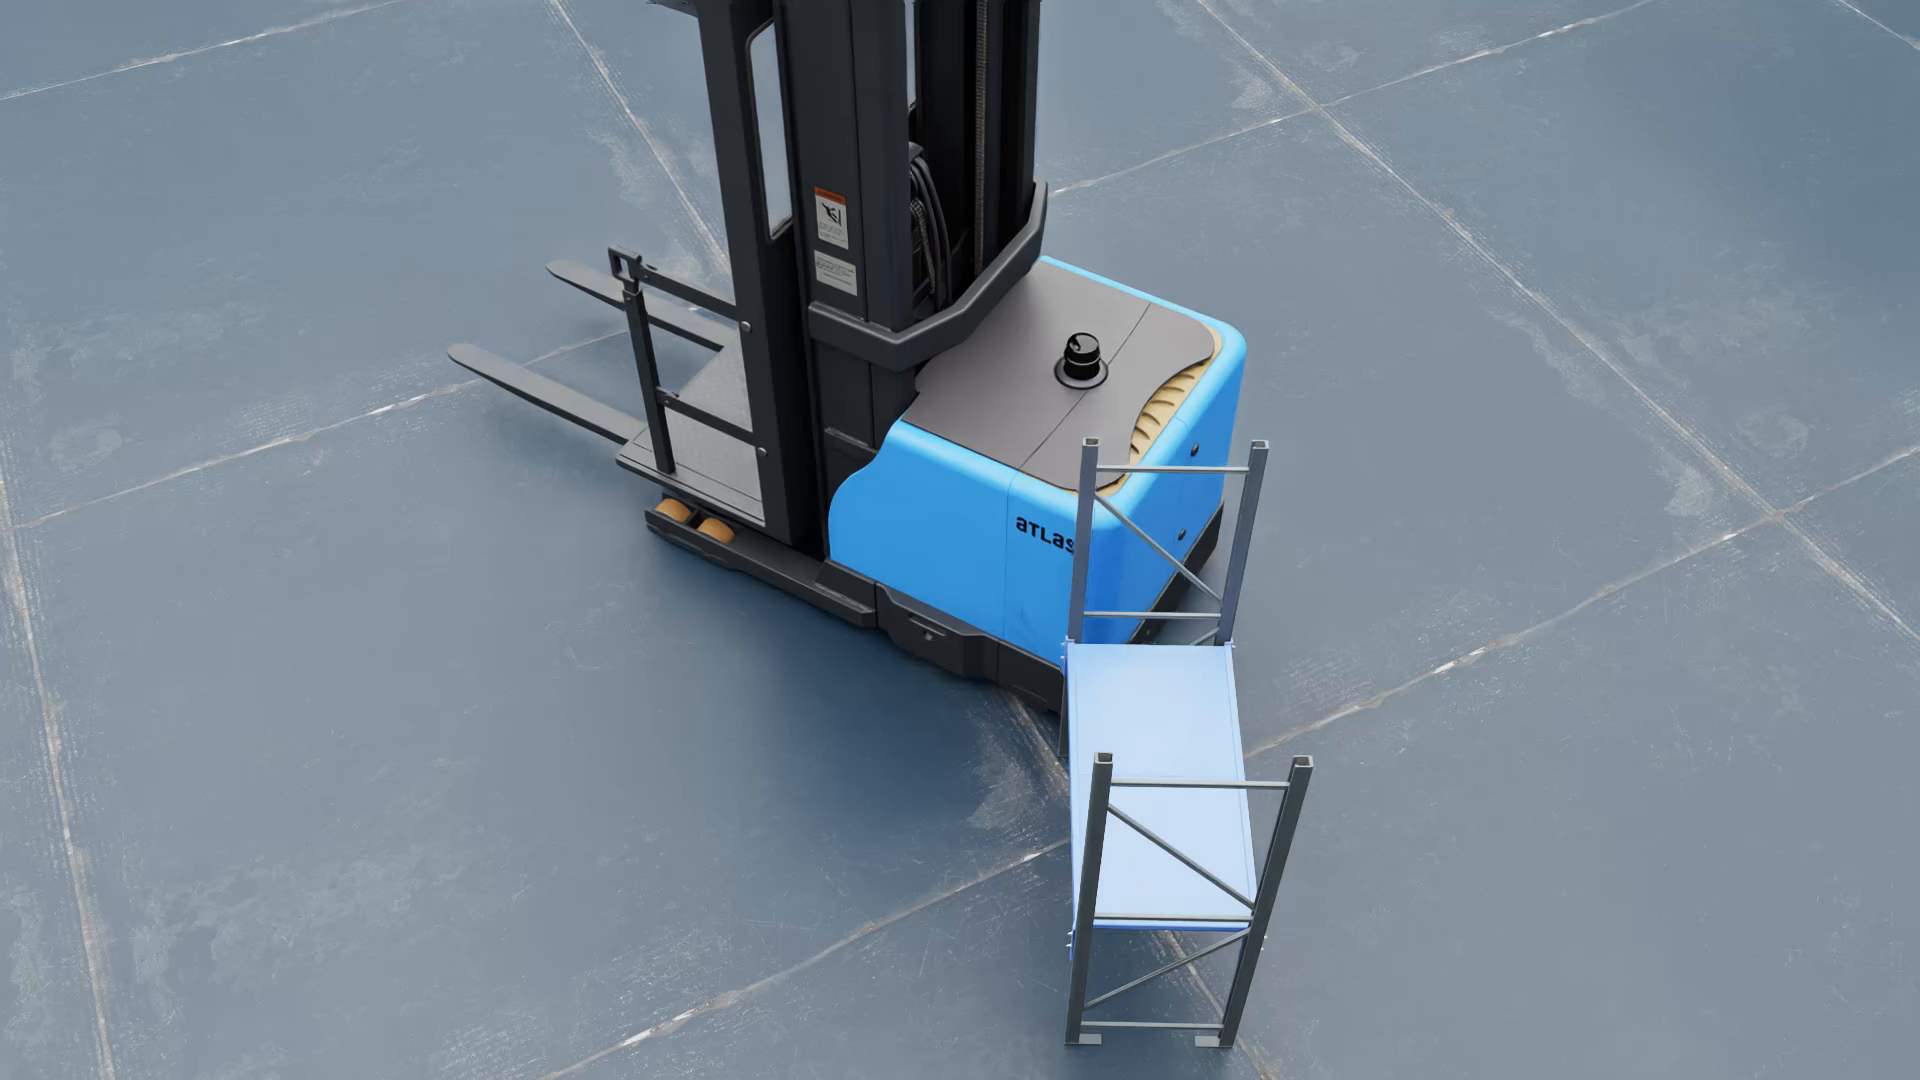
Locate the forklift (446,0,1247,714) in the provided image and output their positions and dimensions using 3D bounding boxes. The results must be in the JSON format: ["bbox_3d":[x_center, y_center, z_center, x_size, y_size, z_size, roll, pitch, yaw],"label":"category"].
[{"bbox_3d":[-0.577,-1.199,5.352,3.031,2.935,1.130,24,53,20],"label":"forklift"}]

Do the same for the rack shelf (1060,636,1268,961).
[{"bbox_3d":[0.571,0.733,4.851,0.538,0.185,1.000,1,49,1],"label":"rack shelf"}]

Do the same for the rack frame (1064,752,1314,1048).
[{"bbox_3d":[0.559,0.997,4.382,0.500,1.500,0.032,1,49,1],"label":"rack frame"}]

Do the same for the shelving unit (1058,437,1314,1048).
[{"bbox_3d":[0.571,0.615,4.716,0.538,1.500,1.048,1,49,1],"label":"shelving unit"}]

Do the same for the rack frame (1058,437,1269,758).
[{"bbox_3d":[0.582,0.232,5.051,0.500,1.500,0.032,1,49,1],"label":"rack frame"}]
